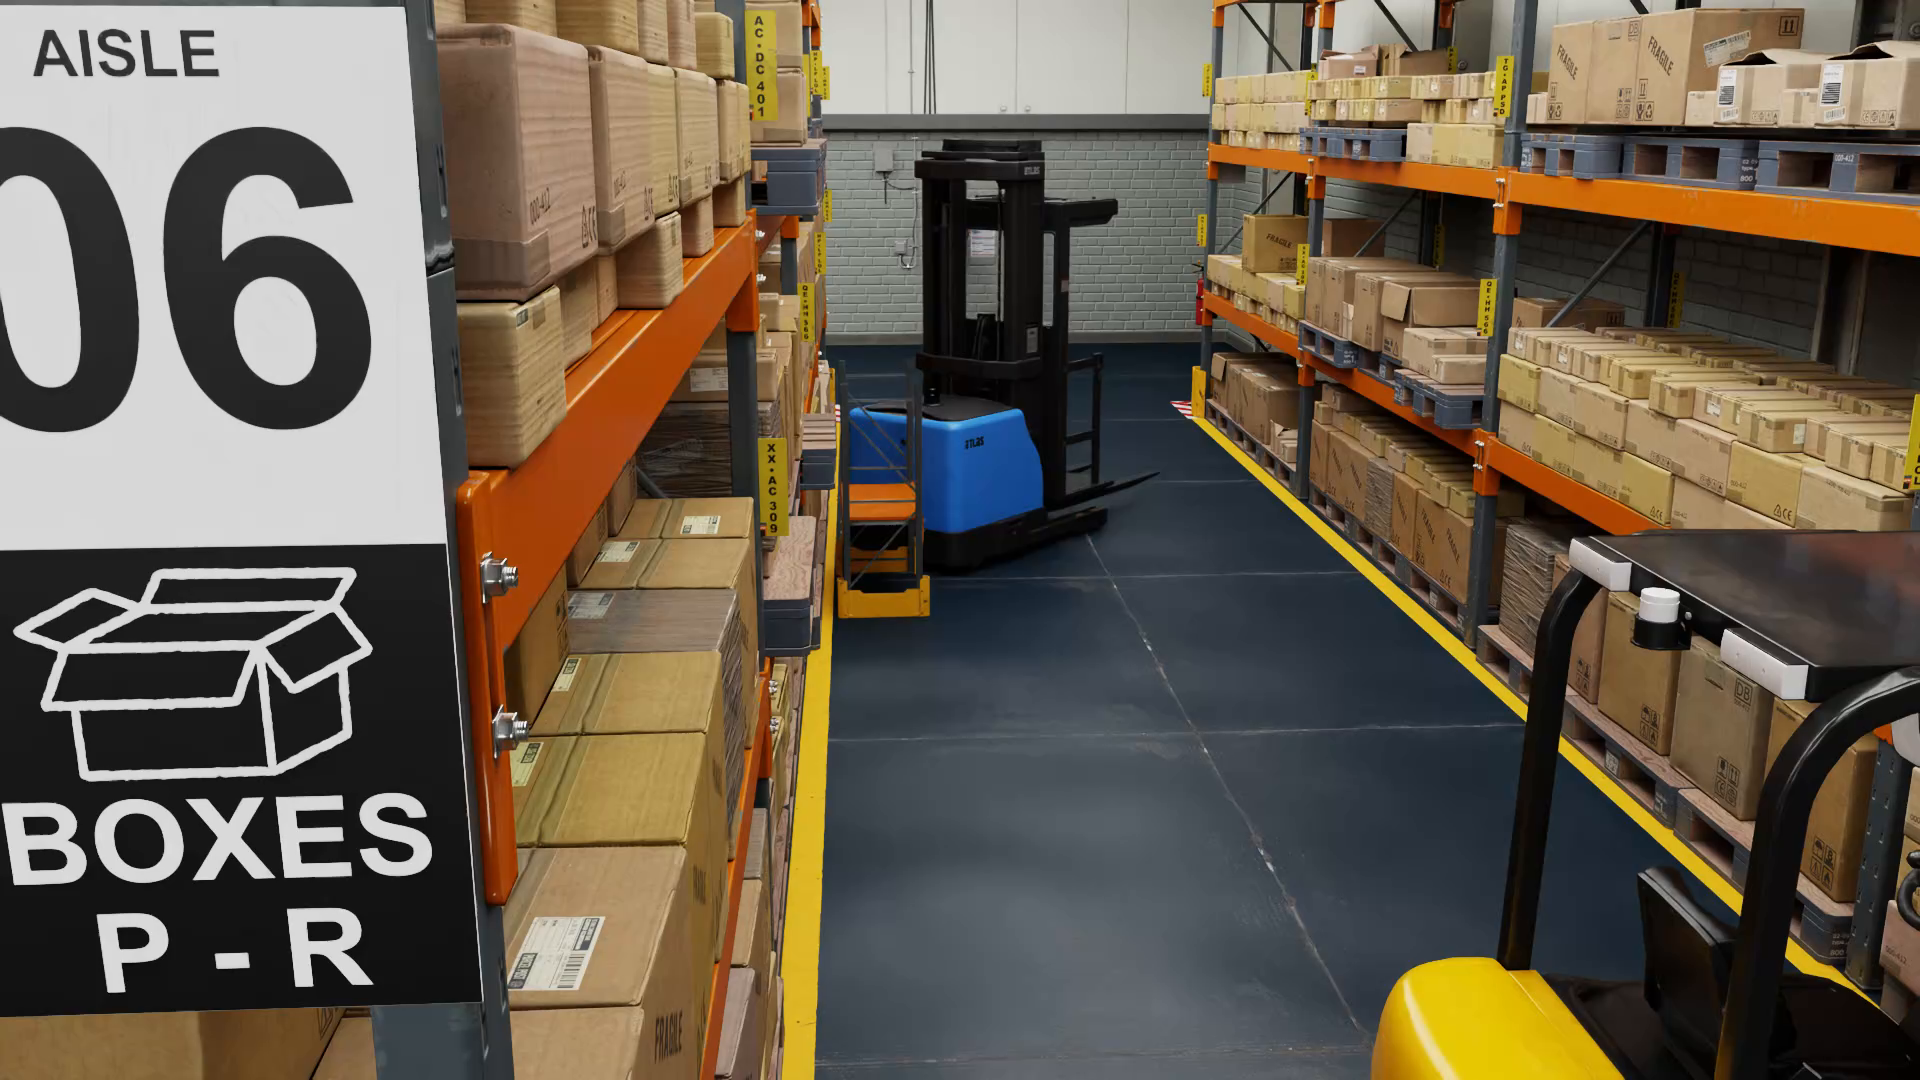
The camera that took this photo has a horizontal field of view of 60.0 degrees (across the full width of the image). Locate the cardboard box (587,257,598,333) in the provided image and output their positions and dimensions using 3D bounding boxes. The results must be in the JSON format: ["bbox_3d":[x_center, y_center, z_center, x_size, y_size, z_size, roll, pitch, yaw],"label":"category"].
[{"bbox_3d":[-0.730,-0.357,2.378,0.380,0.149,0.250,-1,14,-4],"label":"cardboard box"}]

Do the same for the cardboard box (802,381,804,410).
[{"bbox_3d":[-1.181,-0.789,9.876,0.500,0.250,0.500,-1,14,-4],"label":"cardboard box"}]

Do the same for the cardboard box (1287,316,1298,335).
[{"bbox_3d":[2.995,-1.827,14.112,0.380,0.149,0.250,0,14,-2],"label":"cardboard box"}]

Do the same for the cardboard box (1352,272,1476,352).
[{"bbox_3d":[3.192,-1.613,11.732,0.700,0.500,0.500,-1,14,-4],"label":"cardboard box"}]

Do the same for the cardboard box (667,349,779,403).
[{"bbox_3d":[-0.830,-0.574,5.796,0.380,0.149,0.250,-1,14,-4],"label":"cardboard box"}]

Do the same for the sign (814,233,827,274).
[{"bbox_3d":[-1.108,-2.264,13.143,0.100,0.325,0.005,-1,14,-3],"label":"sign"}]

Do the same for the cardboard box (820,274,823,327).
[{"bbox_3d":[-1.468,-2.149,14.660,0.500,0.500,0.500,-1,14,-3],"label":"cardboard box"}]

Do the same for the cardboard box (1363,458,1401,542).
[{"bbox_3d":[3.205,-0.292,11.816,0.500,0.500,0.500,-1,14,-5],"label":"cardboard box"}]

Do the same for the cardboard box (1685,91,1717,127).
[{"bbox_3d":[3.381,-1.863,7.187,0.380,0.149,0.250,-1,14,-4],"label":"cardboard box"}]

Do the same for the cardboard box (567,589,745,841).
[{"bbox_3d":[-0.802,0.429,4.040,0.500,0.500,0.500,0,14,-2],"label":"cardboard box"}]

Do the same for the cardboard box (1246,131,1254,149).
[{"bbox_3d":[2.843,-3.669,15.251,0.380,0.149,0.250,-1,14,-3],"label":"cardboard box"}]

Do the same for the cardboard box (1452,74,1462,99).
[{"bbox_3d":[3.284,-2.808,10.306,0.380,0.149,0.250,-1,14,-4],"label":"cardboard box"}]

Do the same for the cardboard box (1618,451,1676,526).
[{"bbox_3d":[3.432,-0.245,7.760,0.500,0.250,0.500,0,14,-2],"label":"cardboard box"}]

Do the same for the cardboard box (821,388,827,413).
[{"bbox_3d":[-1.637,-1.074,14.981,0.875,0.438,0.875,-1,14,-5],"label":"cardboard box"}]

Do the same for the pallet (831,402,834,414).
[{"bbox_3d":[-1.769,-1.178,16.681,1.003,0.211,1.213,-1,14,-3],"label":"pallet"}]

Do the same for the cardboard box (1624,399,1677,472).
[{"bbox_3d":[3.437,-0.488,7.700,0.500,0.250,0.500,-1,14,-3],"label":"cardboard box"}]

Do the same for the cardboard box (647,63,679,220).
[{"bbox_3d":[-0.749,-0.654,2.731,0.500,0.250,0.500,0,14,-2],"label":"cardboard box"}]

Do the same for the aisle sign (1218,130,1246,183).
[{"bbox_3d":[2.760,-4.075,17.128,0.394,0.787,0.004,-1,14,-3],"label":"aisle sign"}]

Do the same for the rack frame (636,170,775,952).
[{"bbox_3d":[-1.154,0.258,5.503,1.000,3.000,0.127,-1,14,-3],"label":"rack frame"}]

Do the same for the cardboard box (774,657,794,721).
[{"bbox_3d":[-1.323,0.657,8.385,0.950,0.372,0.625,-1,14,-5],"label":"cardboard box"}]

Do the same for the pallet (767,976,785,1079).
[{"bbox_3d":[-1.077,1.775,5.203,1.003,0.211,1.213,-1,14,-3],"label":"pallet"}]

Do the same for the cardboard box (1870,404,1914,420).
[{"bbox_3d":[3.977,-0.465,6.813,0.380,0.149,0.250,-1,14,-4],"label":"cardboard box"}]

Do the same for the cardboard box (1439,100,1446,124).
[{"bbox_3d":[3.278,-2.726,10.583,0.380,0.149,0.250,-1,14,-3],"label":"cardboard box"}]

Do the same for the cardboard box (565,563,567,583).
[{"bbox_3d":[-1.329,-0.053,3.908,0.700,0.500,0.500,-1,14,-5],"label":"cardboard box"}]

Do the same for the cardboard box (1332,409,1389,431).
[{"bbox_3d":[3.156,-0.955,13.089,0.380,0.149,0.250,-1,14,-5],"label":"cardboard box"}]

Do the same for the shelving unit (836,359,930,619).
[{"bbox_3d":[-0.529,-0.366,10.939,0.587,1.500,1.083,-1,14,-5],"label":"shelving unit"}]

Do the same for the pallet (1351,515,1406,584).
[{"bbox_3d":[3.471,0.048,11.918,1.003,0.211,1.213,-1,14,-3],"label":"pallet"}]

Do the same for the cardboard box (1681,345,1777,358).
[{"bbox_3d":[3.942,-0.910,8.542,0.380,0.149,0.250,-1,14,-5],"label":"cardboard box"}]

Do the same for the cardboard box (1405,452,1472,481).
[{"bbox_3d":[3.262,-0.502,11.329,0.380,0.149,0.250,-1,14,-4],"label":"cardboard box"}]

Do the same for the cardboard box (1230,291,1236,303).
[{"bbox_3d":[2.871,-2.405,16.357,0.380,0.149,0.250,0,14,-2],"label":"cardboard box"}]

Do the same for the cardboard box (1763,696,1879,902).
[{"bbox_3d":[3.757,0.998,6.551,0.875,0.625,0.625,0,14,-1],"label":"cardboard box"}]

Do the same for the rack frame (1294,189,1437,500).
[{"bbox_3d":[3.305,-1.809,13.537,1.000,3.000,0.127,-1,14,-3],"label":"rack frame"}]

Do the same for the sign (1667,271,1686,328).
[{"bbox_3d":[4.106,-1.384,9.563,0.100,0.325,0.005,-1,14,-3],"label":"sign"}]

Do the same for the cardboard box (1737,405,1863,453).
[{"bbox_3d":[3.412,-0.452,6.762,0.380,0.149,0.250,-1,14,-5],"label":"cardboard box"}]

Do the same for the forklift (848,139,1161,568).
[{"bbox_3d":[0.485,-1.530,12.589,1.130,2.935,3.031,11,18,36],"label":"forklift"}]

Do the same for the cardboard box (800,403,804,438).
[{"bbox_3d":[-0.997,-0.613,8.550,0.380,0.149,0.250,-1,14,-4],"label":"cardboard box"}]

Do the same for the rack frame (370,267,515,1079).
[{"bbox_3d":[-0.906,1.253,1.636,1.000,3.000,0.127,-1,14,-3],"label":"rack frame"}]

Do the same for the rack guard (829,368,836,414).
[{"bbox_3d":[-1.899,-1.521,17.436,1.175,0.500,0.348,-1,14,-3],"label":"rack guard"}]

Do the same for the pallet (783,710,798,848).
[{"bbox_3d":[-1.282,1.111,7.785,1.003,0.211,1.213,-1,14,-3],"label":"pallet"}]

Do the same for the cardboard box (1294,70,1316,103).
[{"bbox_3d":[3.033,-3.697,13.556,0.500,0.250,0.500,-1,14,-3],"label":"cardboard box"}]

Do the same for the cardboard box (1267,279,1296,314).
[{"bbox_3d":[2.984,-2.128,14.479,0.500,0.250,0.500,-1,14,-3],"label":"cardboard box"}]

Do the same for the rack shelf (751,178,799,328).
[{"bbox_3d":[-1.277,-1.343,7.152,1.077,0.370,4.000,-1,14,-3],"label":"rack shelf"}]

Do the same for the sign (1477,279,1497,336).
[{"bbox_3d":[3.011,-1.326,9.494,0.100,0.325,0.005,-1,14,-3],"label":"sign"}]

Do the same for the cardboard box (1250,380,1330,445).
[{"bbox_3d":[3.079,-1.171,15.233,0.700,0.500,0.500,-1,14,-6],"label":"cardboard box"}]

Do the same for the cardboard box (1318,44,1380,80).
[{"bbox_3d":[2.975,-3.656,12.729,0.396,0.266,0.258,-1,14,-4],"label":"cardboard box"}]

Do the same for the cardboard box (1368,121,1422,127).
[{"bbox_3d":[3.557,-3.463,13.651,0.500,0.250,0.500,-1,14,-5],"label":"cardboard box"}]

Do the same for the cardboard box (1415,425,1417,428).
[{"bbox_3d":[3.660,-0.903,12.888,0.380,0.149,0.250,-1,14,-3],"label":"cardboard box"}]

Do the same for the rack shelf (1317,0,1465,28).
[{"bbox_3d":[3.429,-3.675,10.996,1.077,0.370,4.000,-1,14,-3],"label":"rack shelf"}]

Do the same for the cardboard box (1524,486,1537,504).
[{"bbox_3d":[3.842,-0.322,10.630,0.380,0.149,0.250,0,14,-2],"label":"cardboard box"}]

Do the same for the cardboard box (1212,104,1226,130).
[{"bbox_3d":[2.812,-4.213,16.566,0.500,0.250,0.500,-1,14,-4],"label":"cardboard box"}]

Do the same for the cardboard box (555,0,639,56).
[{"bbox_3d":[-0.651,-0.745,2.285,0.380,0.149,0.250,-1,14,-4],"label":"cardboard box"}]

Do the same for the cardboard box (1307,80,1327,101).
[{"bbox_3d":[2.885,-3.455,12.777,0.380,0.149,0.250,0,14,-2],"label":"cardboard box"}]

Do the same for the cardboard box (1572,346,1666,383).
[{"bbox_3d":[3.366,-0.898,8.495,0.380,0.149,0.250,-1,14,-3],"label":"cardboard box"}]

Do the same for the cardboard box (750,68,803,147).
[{"bbox_3d":[-0.790,-1.477,5.684,0.500,0.250,0.500,-1,14,-5],"label":"cardboard box"}]

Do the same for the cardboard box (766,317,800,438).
[{"bbox_3d":[-1.020,-0.770,7.858,0.500,0.500,0.500,-2,15,-7],"label":"cardboard box"}]

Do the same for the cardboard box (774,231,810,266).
[{"bbox_3d":[-1.320,-1.902,11.691,0.500,0.500,0.500,0,14,-2],"label":"cardboard box"}]

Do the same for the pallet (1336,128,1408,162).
[{"bbox_3d":[3.342,-2.749,11.550,1.213,0.211,1.003,-1,14,-3],"label":"pallet"}]

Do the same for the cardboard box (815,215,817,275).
[{"bbox_3d":[-1.462,-2.512,14.062,0.500,0.500,0.500,-1,14,-4],"label":"cardboard box"}]
